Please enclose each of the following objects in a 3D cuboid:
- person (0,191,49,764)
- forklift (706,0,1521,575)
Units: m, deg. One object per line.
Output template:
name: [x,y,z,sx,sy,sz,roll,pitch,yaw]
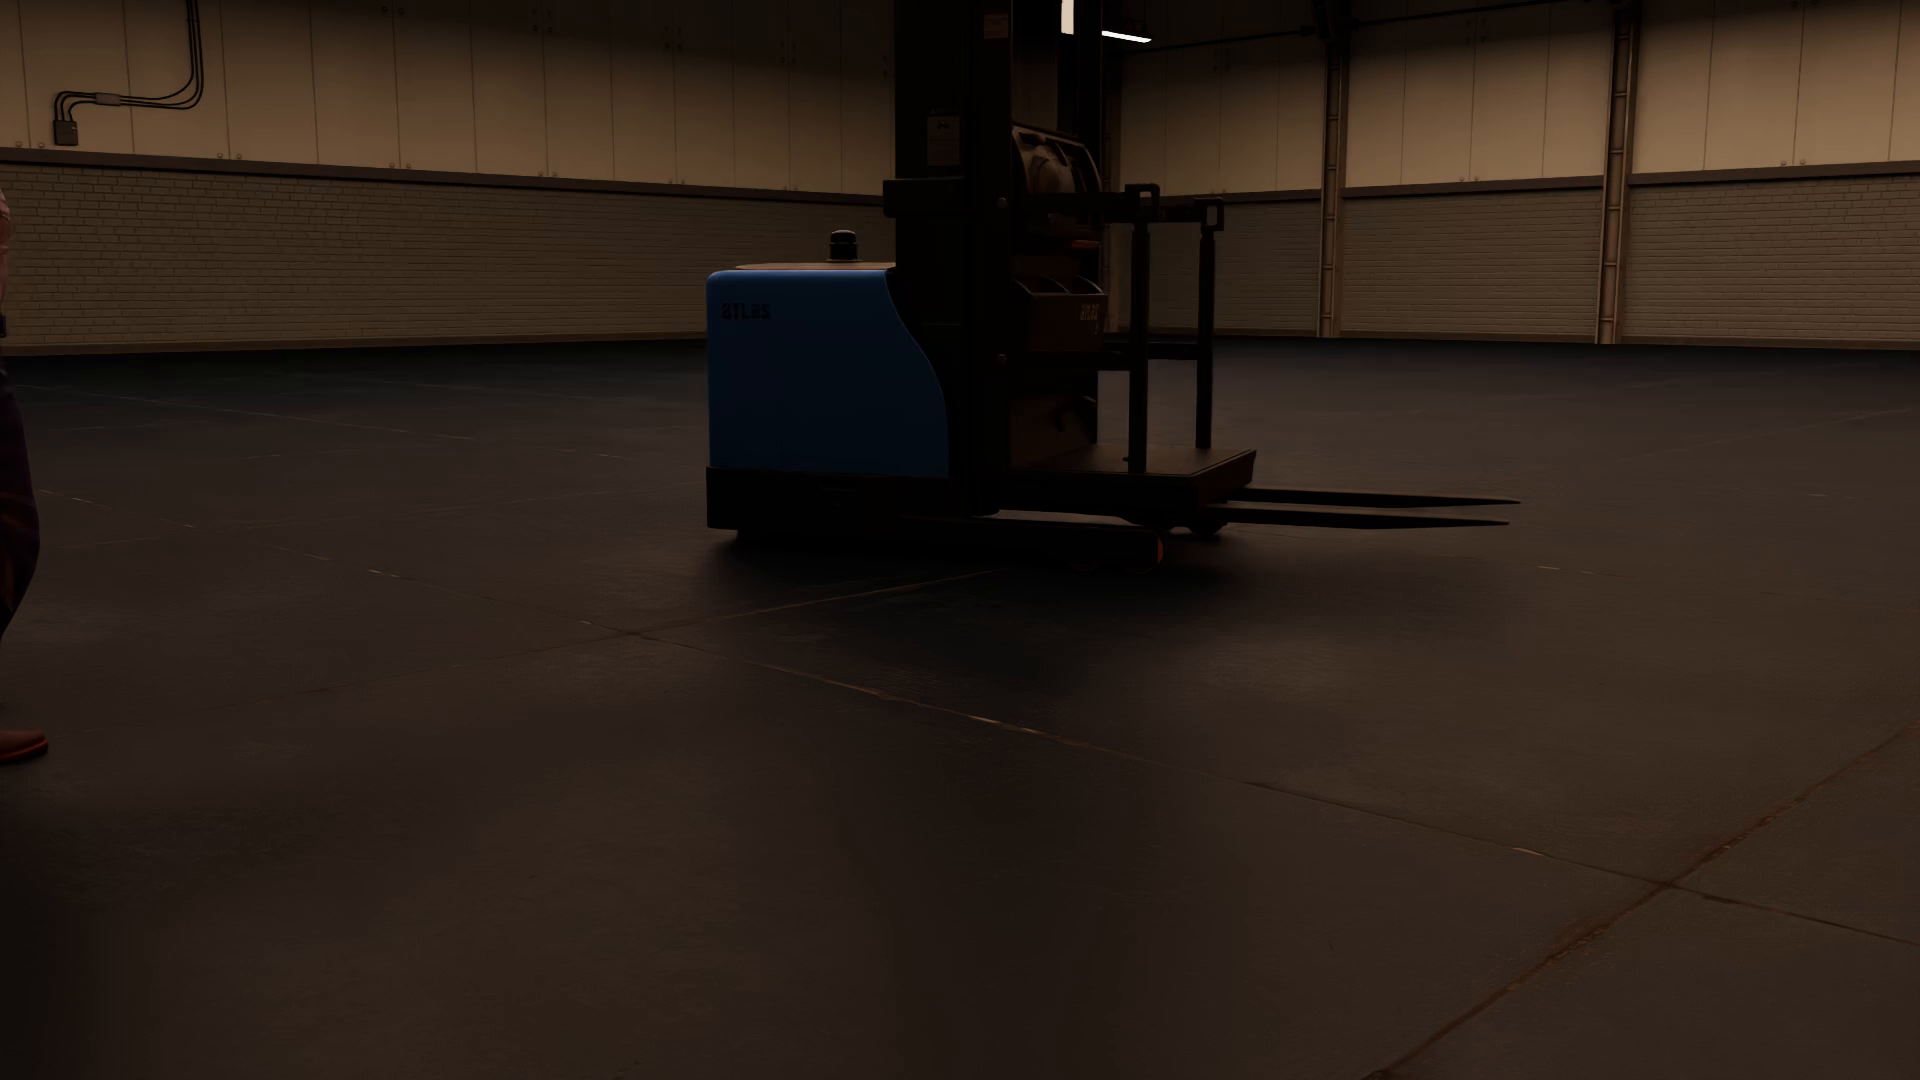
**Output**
person: [-2.210,-0.345,3.564,0.744,1.627,0.386,7,11,39]
forklift: [0.565,-1.416,6.275,3.031,2.935,1.130,3,9,22]
